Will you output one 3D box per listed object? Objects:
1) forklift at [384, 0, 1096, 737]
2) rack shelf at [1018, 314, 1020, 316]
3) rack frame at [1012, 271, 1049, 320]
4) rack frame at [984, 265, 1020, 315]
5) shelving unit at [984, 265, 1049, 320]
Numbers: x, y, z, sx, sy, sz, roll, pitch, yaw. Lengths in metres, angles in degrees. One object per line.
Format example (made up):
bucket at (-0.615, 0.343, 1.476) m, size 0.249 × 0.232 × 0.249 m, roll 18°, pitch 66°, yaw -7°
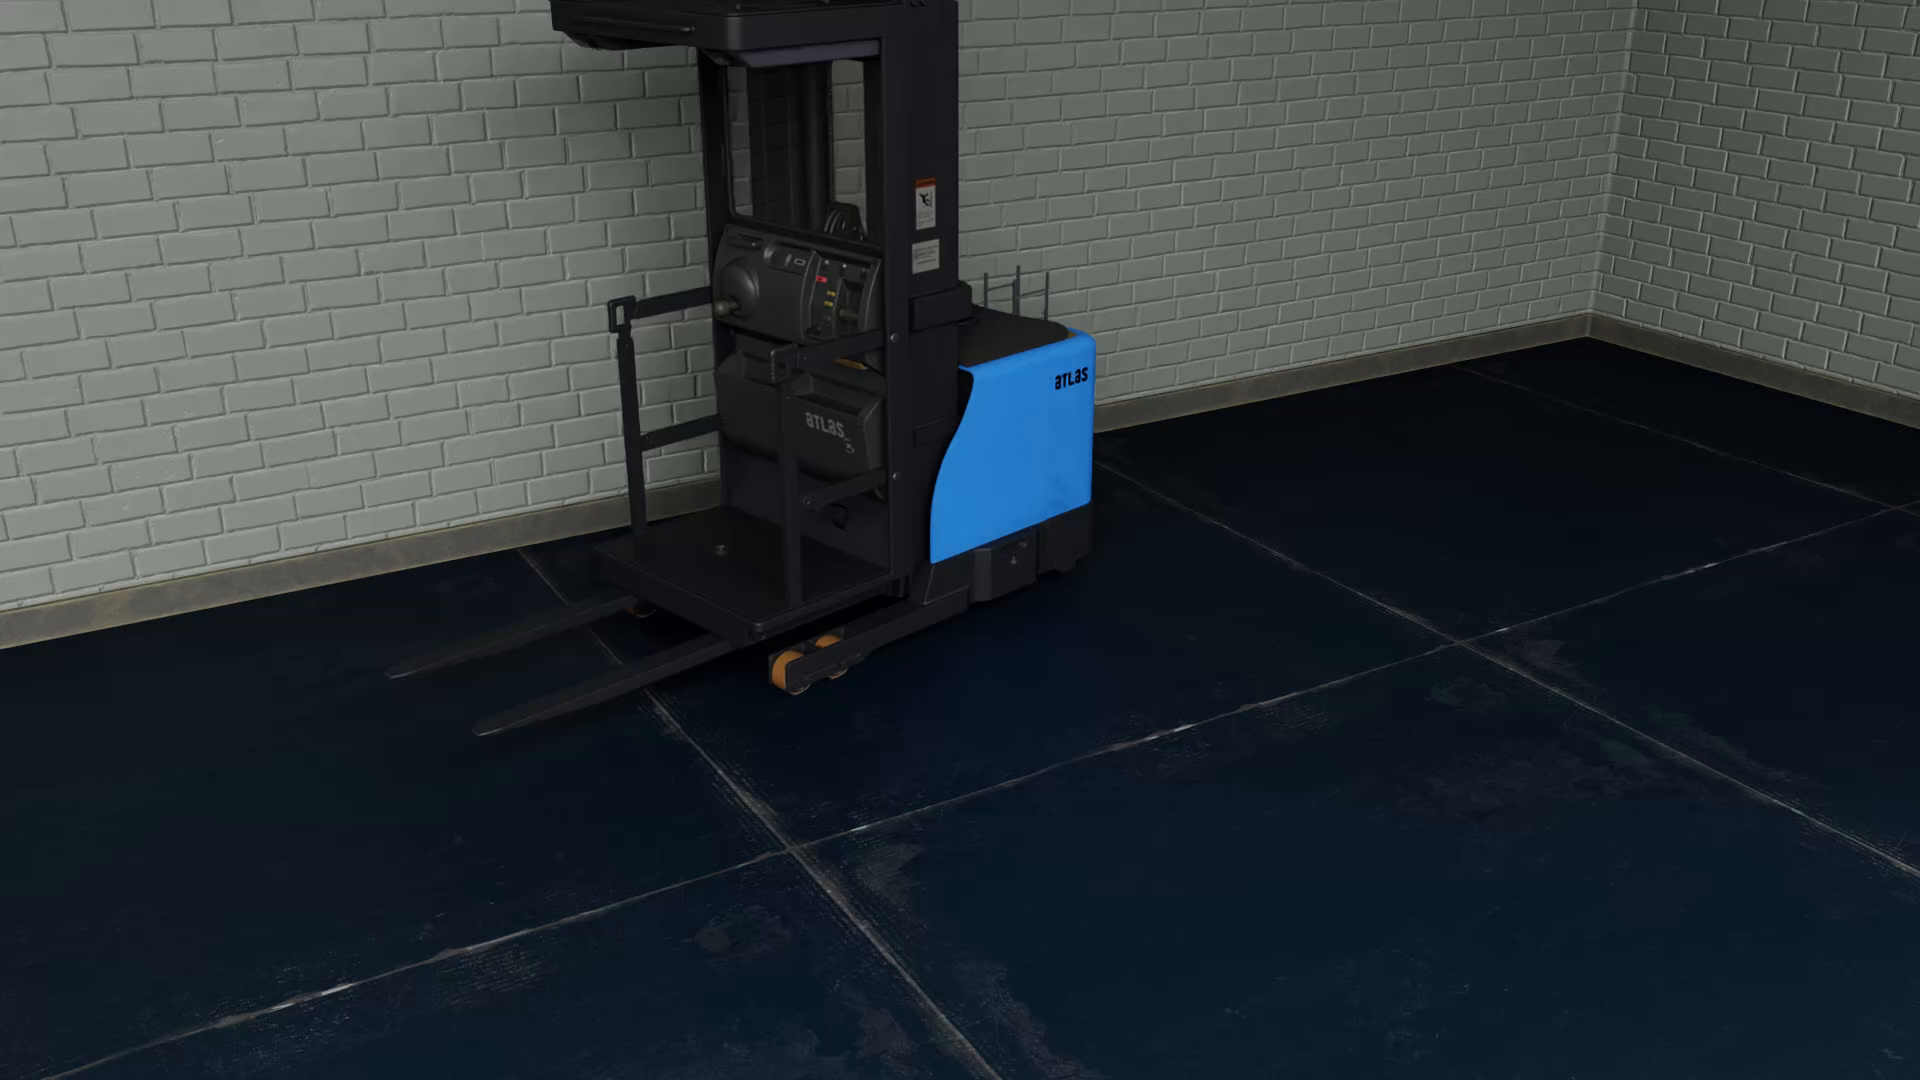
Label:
forklift at (-0.792, -0.986, 6.344) m, size 1.130 × 2.935 × 3.031 m, roll 20°, pitch 30°, yaw 41°
rack shelf at (0.260, -0.968, 7.760) m, size 0.180 × 0.103 × 0.258 m, roll 20°, pitch 29°, yaw 41°
rack frame at (0.323, -0.651, 7.817) m, size 0.006 × 1.200 × 0.240 m, roll 20°, pitch 29°, yaw 41°
rack frame at (0.193, -0.700, 7.937) m, size 0.006 × 1.200 × 0.240 m, roll 20°, pitch 29°, yaw 41°
shelving unit at (0.258, -0.675, 7.877) m, size 0.189 × 1.200 × 0.258 m, roll 20°, pitch 29°, yaw 41°
